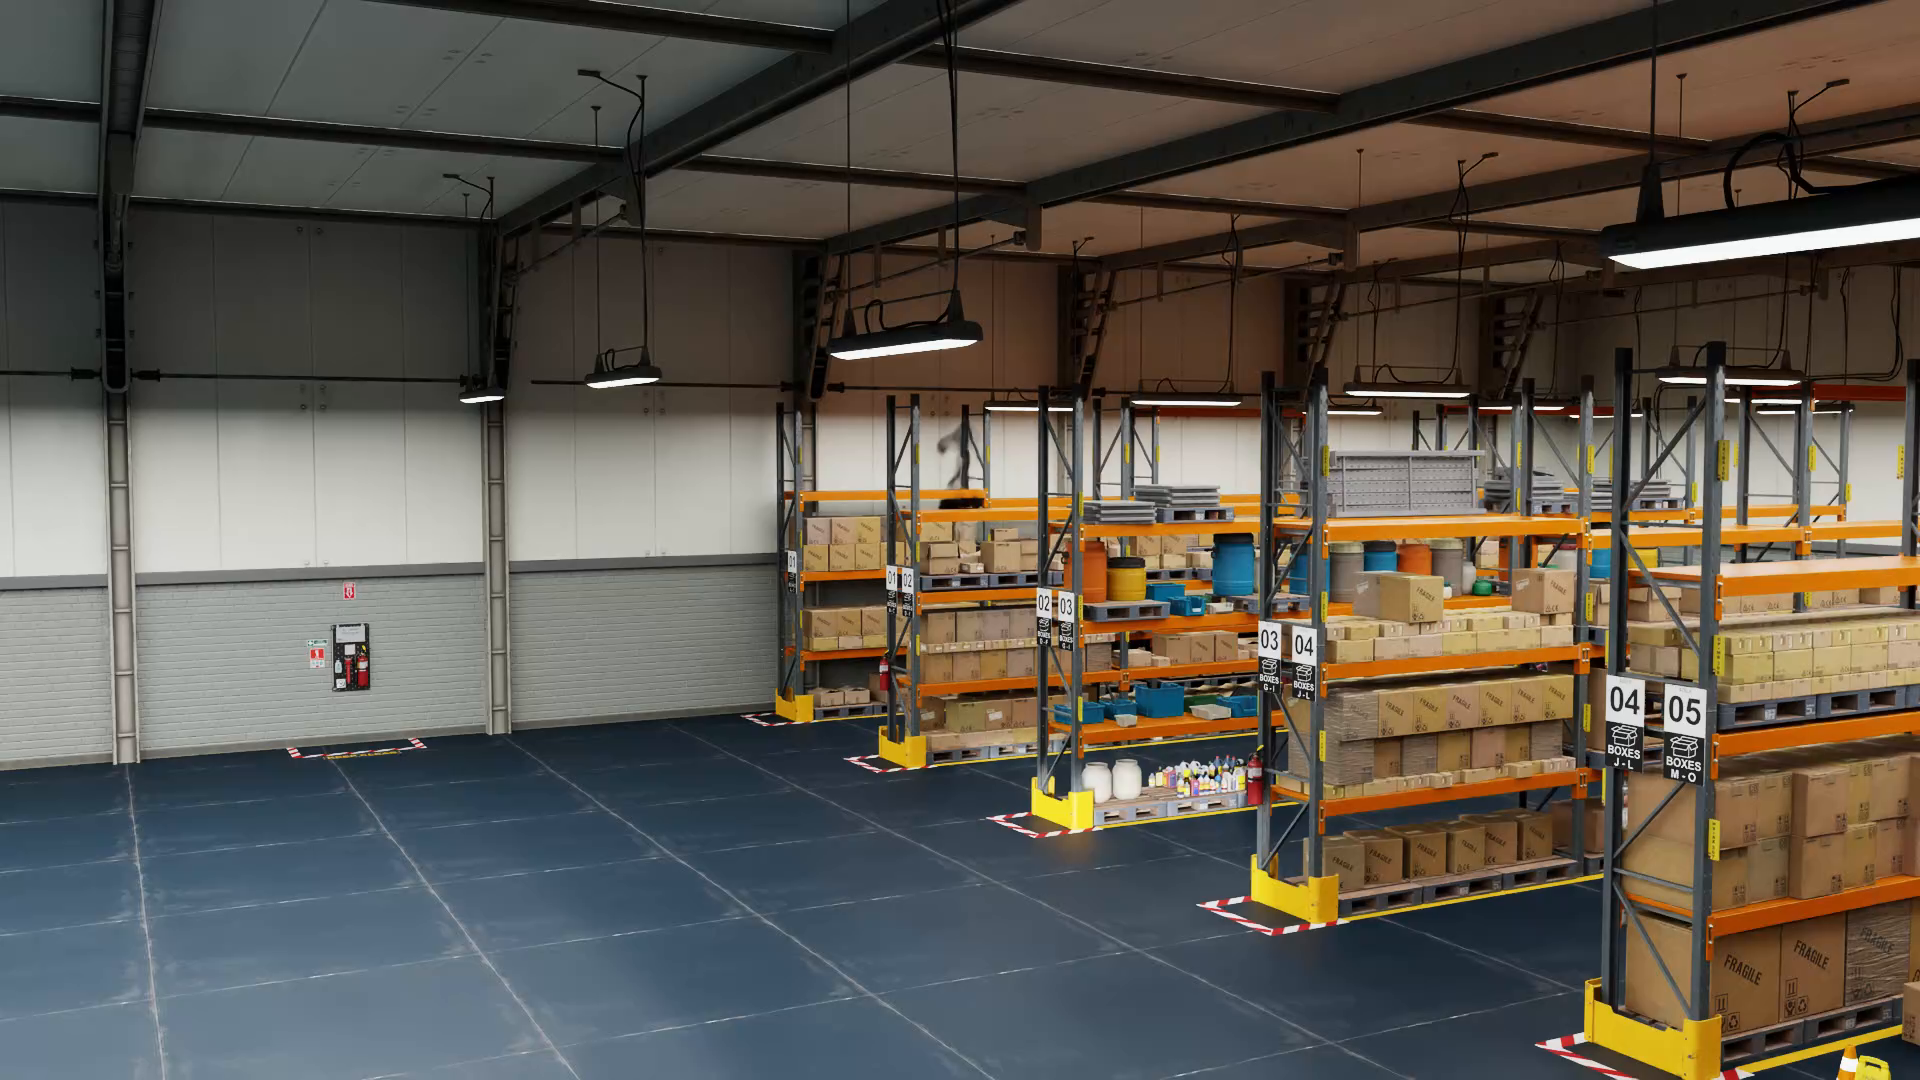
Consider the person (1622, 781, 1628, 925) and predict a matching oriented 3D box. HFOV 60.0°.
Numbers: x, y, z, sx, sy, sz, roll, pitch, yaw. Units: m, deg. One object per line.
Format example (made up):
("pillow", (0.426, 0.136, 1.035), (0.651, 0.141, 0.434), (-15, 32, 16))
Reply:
("person", (7.307, 3.363, 18.023), (0.613, 1.629, 0.767), (3, 4, 43))
